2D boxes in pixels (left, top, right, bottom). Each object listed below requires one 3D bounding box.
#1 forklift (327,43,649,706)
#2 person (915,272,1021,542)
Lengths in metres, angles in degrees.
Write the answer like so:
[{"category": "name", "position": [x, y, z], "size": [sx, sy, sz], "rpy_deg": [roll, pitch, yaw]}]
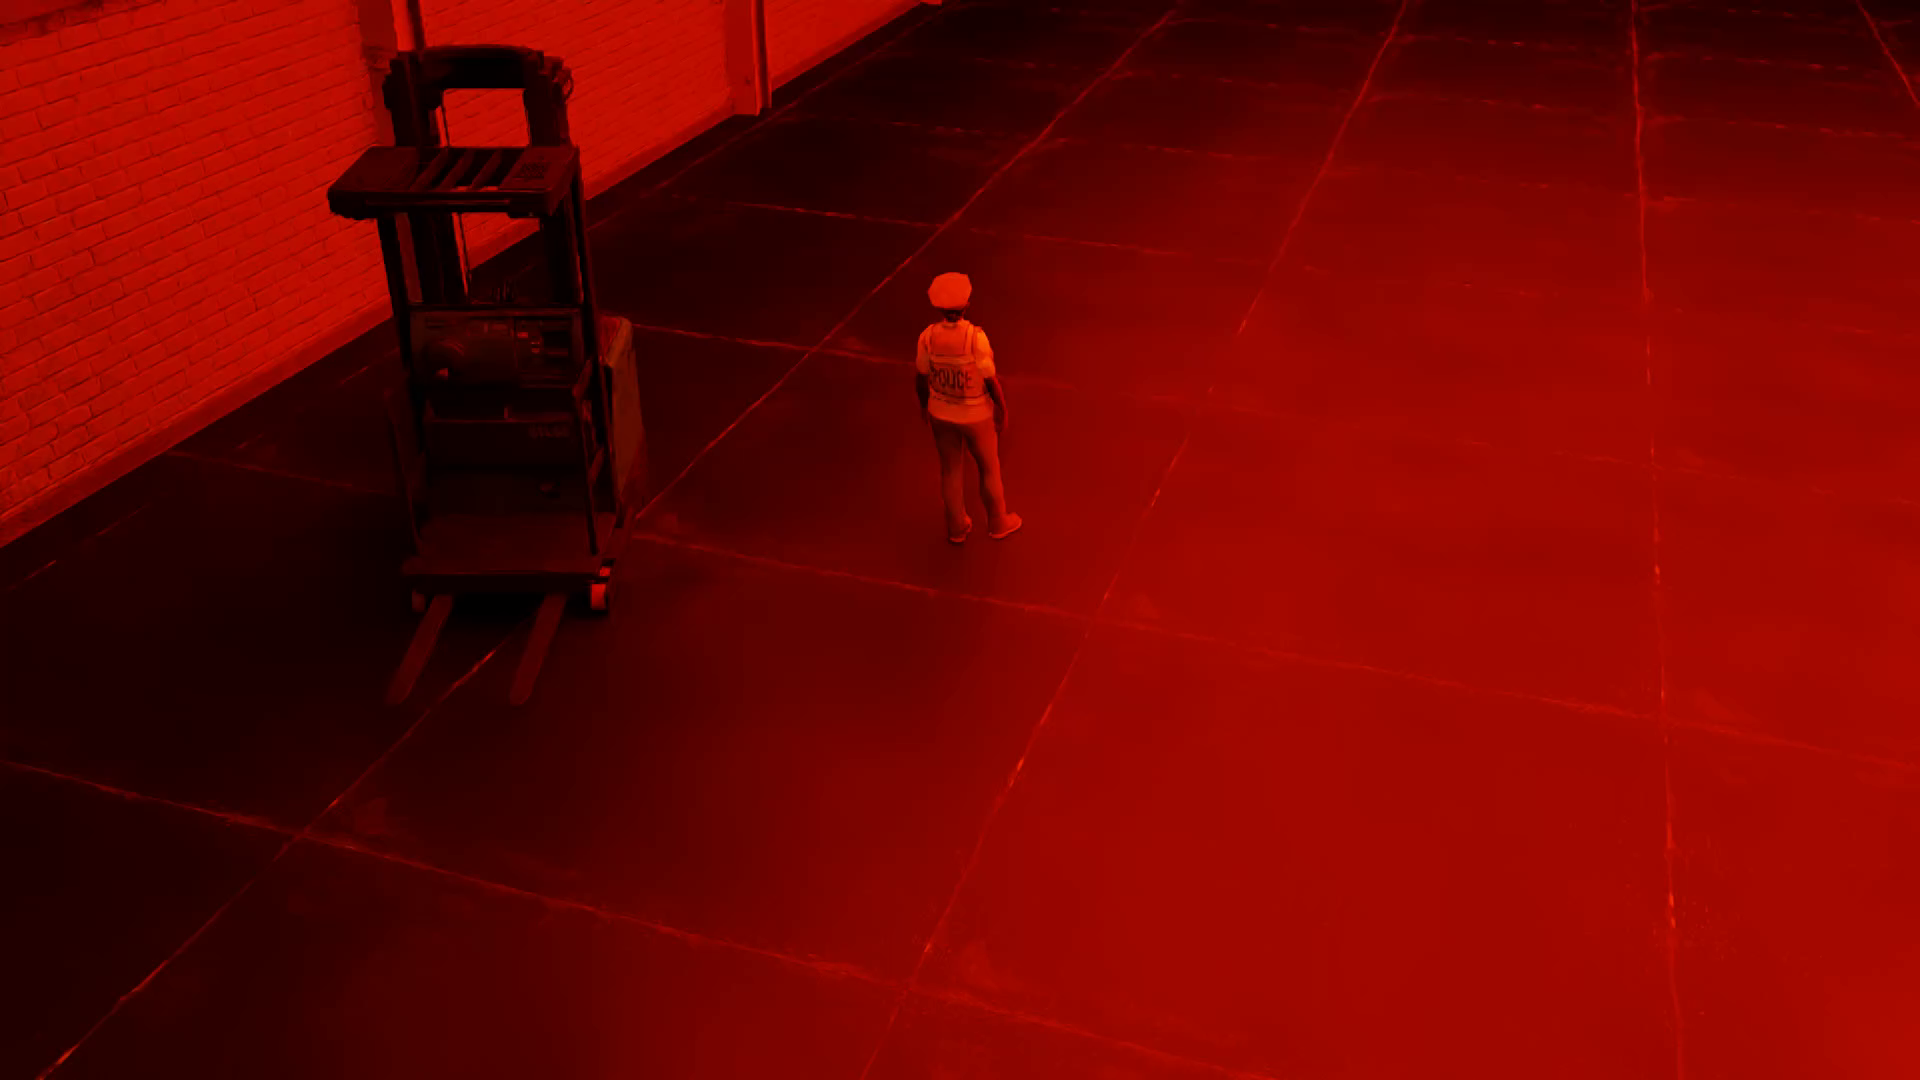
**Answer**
[{"category": "forklift", "position": [-2.529, -1.017, 8.920], "size": [1.130, 2.935, 3.031], "rpy_deg": [-1, 30, -1]}, {"category": "person", "position": [0.043, -0.775, 9.729], "size": [0.570, 1.695, 0.529], "rpy_deg": [10, 31, 16]}]
